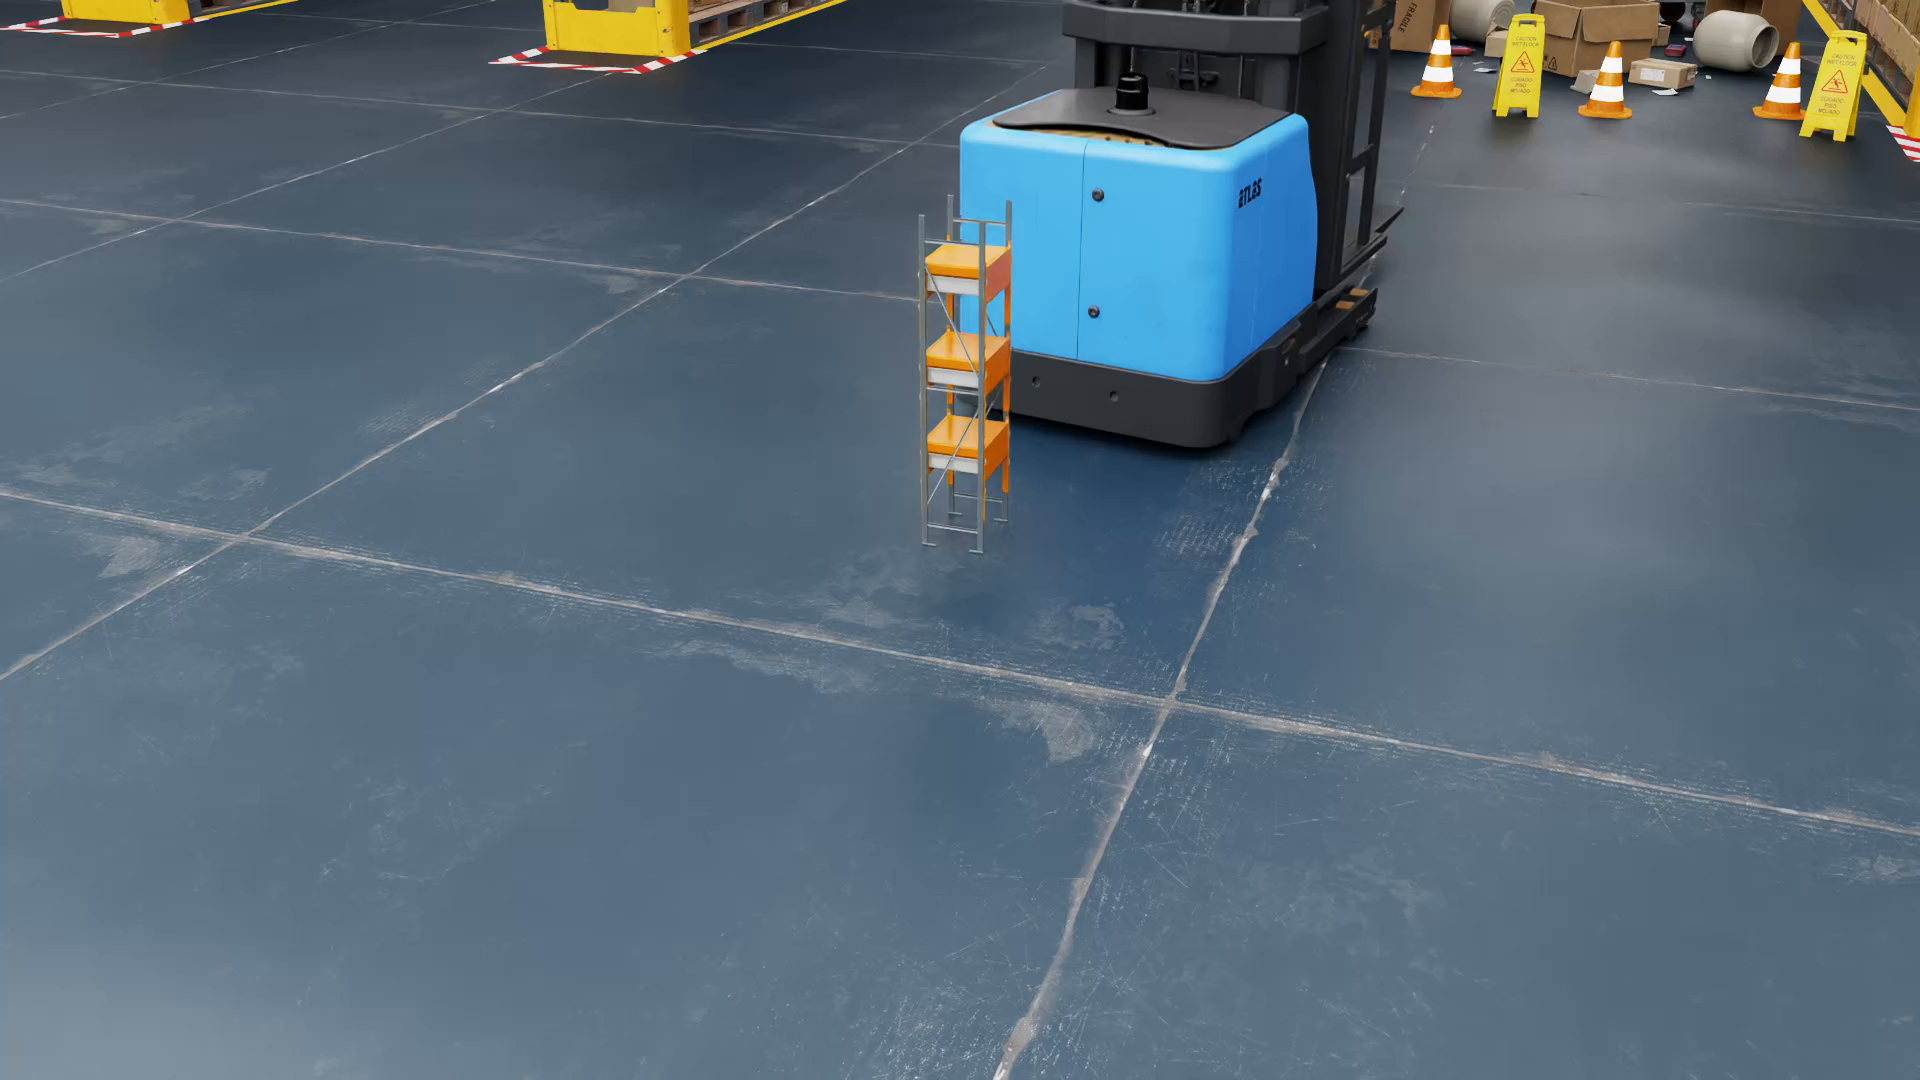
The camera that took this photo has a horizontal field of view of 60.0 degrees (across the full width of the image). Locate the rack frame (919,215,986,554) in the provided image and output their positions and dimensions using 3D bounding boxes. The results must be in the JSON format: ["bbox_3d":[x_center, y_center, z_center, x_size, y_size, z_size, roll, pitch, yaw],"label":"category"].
[{"bbox_3d":[-0.023,-0.444,4.963,0.200,1.050,0.008,9,27,17],"label":"rack frame"}]

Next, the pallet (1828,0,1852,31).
[{"bbox_3d":[8.156,-4.545,14.395,1.003,0.211,1.213,9,27,17],"label":"pallet"}]

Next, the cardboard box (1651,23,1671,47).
[{"bbox_3d":[5.604,-4.226,13.673,0.258,0.266,0.396,-9,27,-18],"label":"cardboard box"}]

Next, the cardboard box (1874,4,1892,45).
[{"bbox_3d":[7.107,-3.789,12.306,0.500,0.250,0.500,8,27,17],"label":"cardboard box"}]

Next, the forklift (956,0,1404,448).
[{"bbox_3d":[1.136,-2.243,6.520,1.130,2.935,3.031,13,29,26],"label":"forklift"}]

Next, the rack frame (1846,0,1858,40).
[{"bbox_3d":[7.899,-5.480,13.126,1.000,3.000,0.127,9,27,17],"label":"rack frame"}]

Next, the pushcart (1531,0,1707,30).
[{"bbox_3d":[5.732,-4.610,14.338,1.648,0.377,0.936,0,26,-1],"label":"pushcart"}]

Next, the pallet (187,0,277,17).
[{"bbox_3d":[-7.192,-5.108,15.557,1.003,0.211,1.213,9,27,17],"label":"pallet"}]

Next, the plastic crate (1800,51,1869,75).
[{"bbox_3d":[6.603,-3.640,12.675,0.402,0.080,0.583,0,26,-1],"label":"plastic crate"}]

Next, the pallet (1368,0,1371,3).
[{"bbox_3d":[3.383,-5.229,15.808,1.003,0.211,1.213,9,27,17],"label":"pallet"}]

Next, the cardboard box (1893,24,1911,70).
[{"bbox_3d":[6.763,-3.371,11.443,0.500,0.250,0.500,9,27,18],"label":"cardboard box"}]

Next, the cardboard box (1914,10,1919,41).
[{"bbox_3d":[6.588,-3.492,10.833,0.500,0.500,0.500,9,27,18],"label":"cardboard box"}]

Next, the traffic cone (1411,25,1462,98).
[{"bbox_3d":[3.382,-3.383,11.706,0.336,0.463,0.334,9,27,17],"label":"traffic cone"}]

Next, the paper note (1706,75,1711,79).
[{"bbox_3d":[5.549,-3.433,12.329,0.032,0.001,0.123,9,27,17],"label":"paper note"}]

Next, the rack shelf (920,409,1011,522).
[{"bbox_3d":[0.018,-0.235,5.192,0.215,0.259,0.240,9,27,17],"label":"rack shelf"}]

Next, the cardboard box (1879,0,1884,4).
[{"bbox_3d":[7.281,-4.344,12.593,0.500,0.500,0.500,10,28,20],"label":"cardboard box"}]

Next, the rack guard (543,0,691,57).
[{"bbox_3d":[-2.752,-4.179,13.308,1.175,0.500,0.348,9,27,17],"label":"rack guard"}]

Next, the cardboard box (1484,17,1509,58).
[{"bbox_3d":[4.362,-3.952,13.108,0.396,0.266,0.258,14,29,26],"label":"cardboard box"}]

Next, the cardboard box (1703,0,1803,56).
[{"bbox_3d":[6.259,-4.113,13.168,0.500,0.500,0.500,-14,29,-27],"label":"cardboard box"}]

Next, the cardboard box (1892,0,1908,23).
[{"bbox_3d":[6.933,-3.914,11.704,0.500,0.500,0.500,8,27,16],"label":"cardboard box"}]

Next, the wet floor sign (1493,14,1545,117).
[{"bbox_3d":[3.724,-3.154,11.023,0.267,0.644,0.232,4,26,8],"label":"wet floor sign"}]

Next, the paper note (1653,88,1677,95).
[{"bbox_3d":[5.005,-3.177,11.777,0.148,0.019,0.142,0,26,-1],"label":"paper note"}]

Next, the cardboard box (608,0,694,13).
[{"bbox_3d":[-2.554,-4.591,13.677,0.500,0.500,0.500,14,29,27],"label":"cardboard box"}]

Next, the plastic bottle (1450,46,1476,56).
[{"bbox_3d":[3.940,-3.887,13.209,0.283,0.061,0.133,0,26,-1],"label":"plastic bottle"}]

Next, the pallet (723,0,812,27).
[{"bbox_3d":[-2.041,-4.878,15.082,1.003,0.211,1.213,9,27,17],"label":"pallet"}]

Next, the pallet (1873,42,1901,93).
[{"bbox_3d":[7.304,-3.441,12.114,1.003,0.211,1.213,9,27,17],"label":"pallet"}]

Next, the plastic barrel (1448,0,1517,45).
[{"bbox_3d":[4.266,-4.308,13.662,0.421,0.421,0.512,-14,29,-27],"label":"plastic barrel"}]

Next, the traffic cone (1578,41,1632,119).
[{"bbox_3d":[4.334,-3.079,11.079,0.336,0.463,0.334,9,27,17],"label":"traffic cone"}]

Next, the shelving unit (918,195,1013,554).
[{"bbox_3d":[0.018,-0.495,5.067,0.215,1.050,0.252,9,27,17],"label":"shelving unit"}]

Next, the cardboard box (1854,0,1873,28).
[{"bbox_3d":[7.448,-4.228,13.214,0.500,0.250,0.500,7,27,15],"label":"cardboard box"}]
